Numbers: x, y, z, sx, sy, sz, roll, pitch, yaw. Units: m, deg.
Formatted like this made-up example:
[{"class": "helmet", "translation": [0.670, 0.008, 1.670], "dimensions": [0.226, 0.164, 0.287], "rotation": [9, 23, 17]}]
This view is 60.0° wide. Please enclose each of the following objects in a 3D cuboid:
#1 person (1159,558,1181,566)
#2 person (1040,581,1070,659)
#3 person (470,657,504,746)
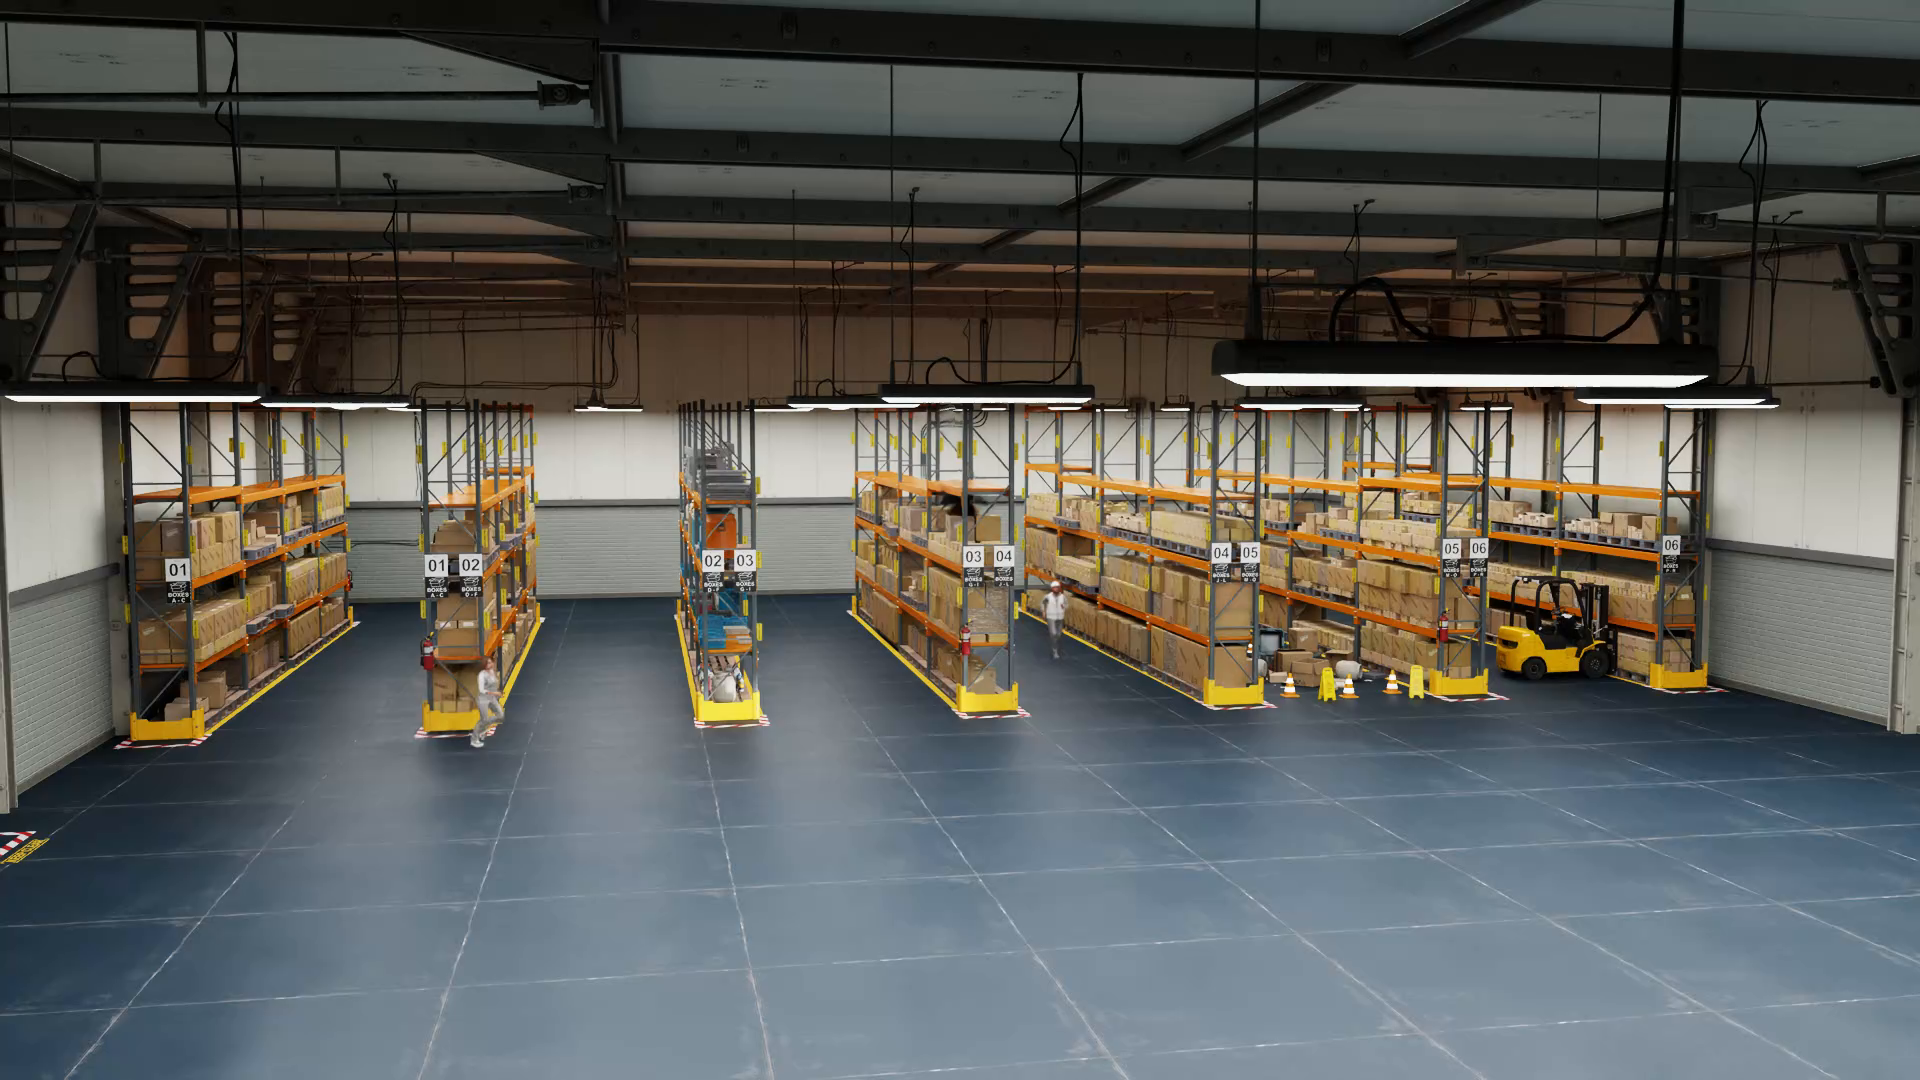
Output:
[{"class": "person", "translation": [6.440, 0.990, 50.922], "dimensions": [0.980, 1.801, 0.700], "rotation": [-2, 5, -20]}, {"class": "person", "translation": [2.250, 1.858, 39.179], "dimensions": [0.649, 1.780, 0.939], "rotation": [-1, 4, -14]}, {"class": "person", "translation": [-8.120, 2.782, 28.660], "dimensions": [0.680, 1.553, 0.573], "rotation": [1, 5, 19]}]
